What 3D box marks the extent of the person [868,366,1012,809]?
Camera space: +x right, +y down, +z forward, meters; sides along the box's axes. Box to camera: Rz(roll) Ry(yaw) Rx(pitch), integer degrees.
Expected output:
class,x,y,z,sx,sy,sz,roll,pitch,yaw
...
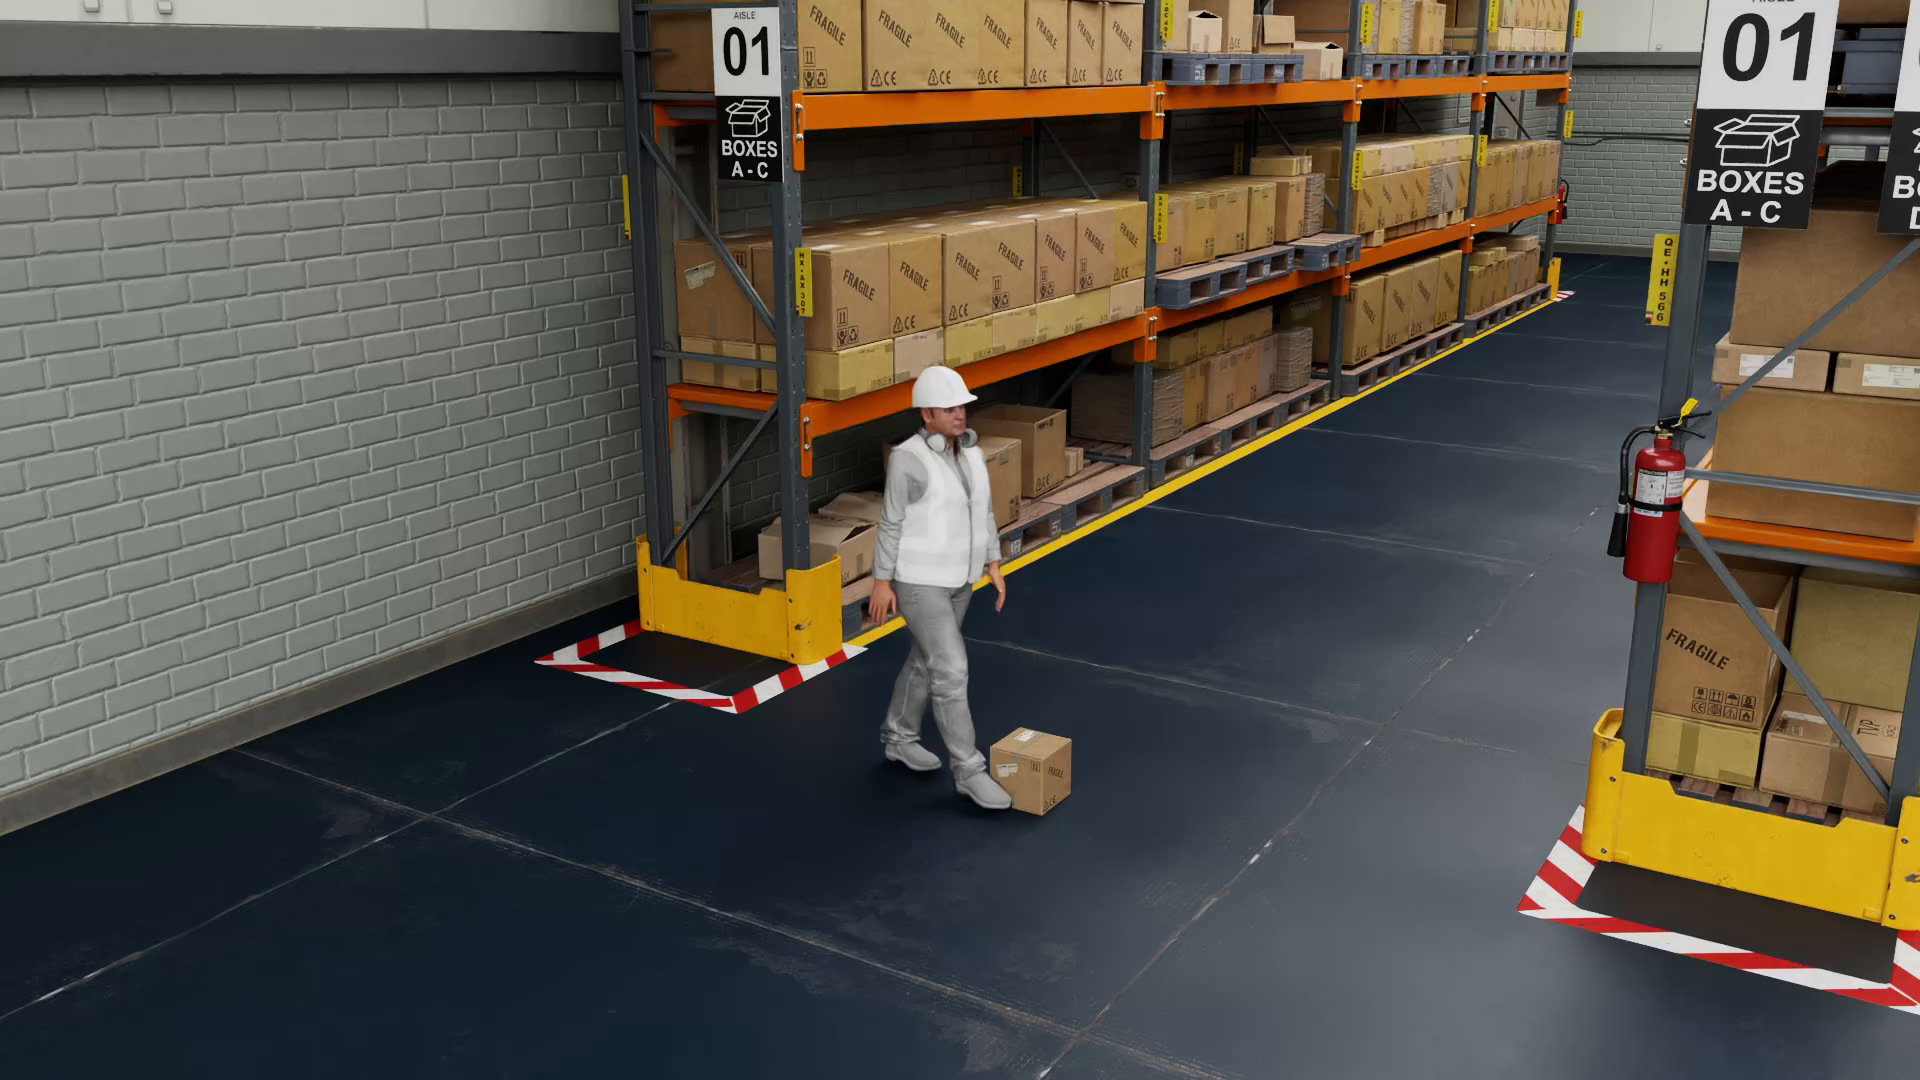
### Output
class,x,y,z,sx,sy,sz,roll,pitch,yaw
person,-0.009,0.160,6.864,0.799,1.753,0.565,12,20,35
